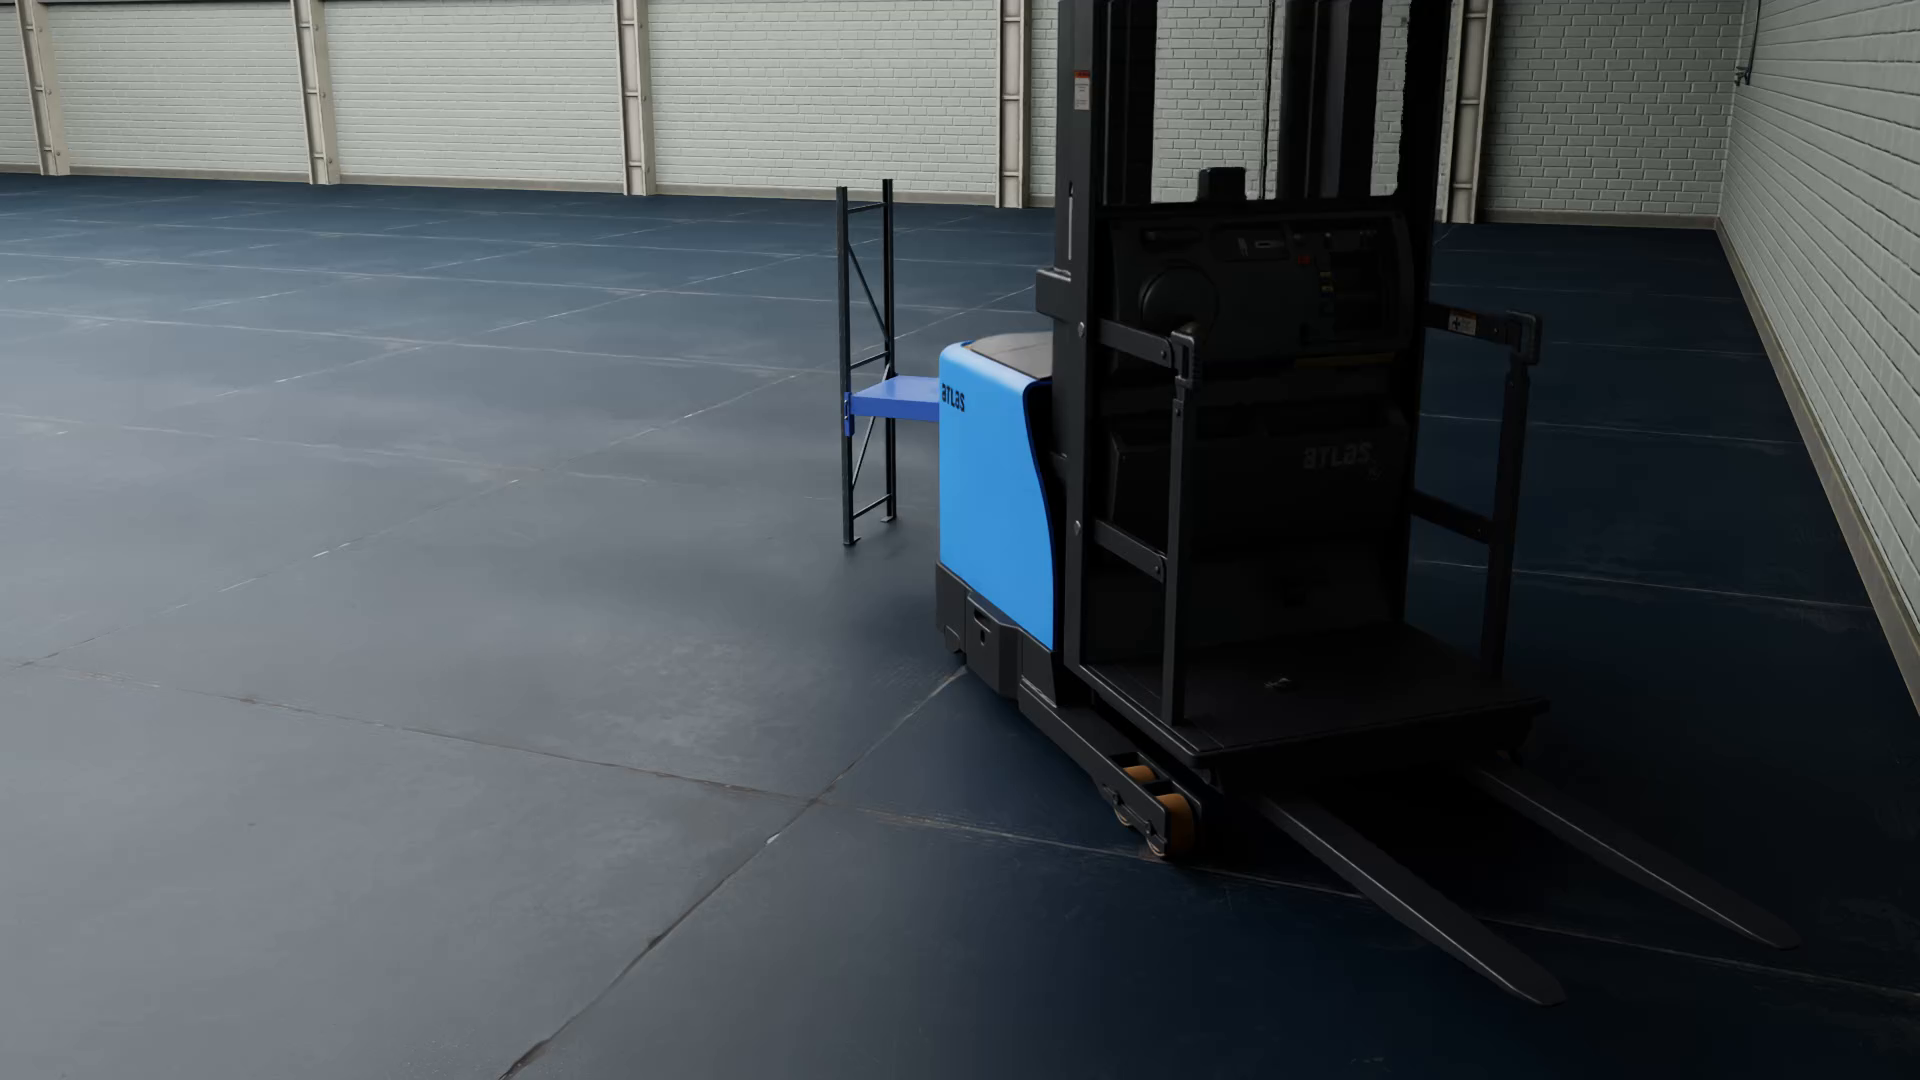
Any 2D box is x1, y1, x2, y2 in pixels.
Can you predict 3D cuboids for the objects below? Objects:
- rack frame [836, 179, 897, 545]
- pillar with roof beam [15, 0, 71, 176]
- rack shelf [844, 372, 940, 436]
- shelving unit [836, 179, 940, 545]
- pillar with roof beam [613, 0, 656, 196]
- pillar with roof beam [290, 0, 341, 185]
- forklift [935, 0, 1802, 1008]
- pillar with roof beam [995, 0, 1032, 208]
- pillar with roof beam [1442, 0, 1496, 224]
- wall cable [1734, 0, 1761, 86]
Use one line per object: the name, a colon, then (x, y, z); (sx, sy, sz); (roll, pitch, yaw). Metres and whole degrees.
rack frame: (-0.394, -0.764, 7.114); (0.032, 1.500, 0.500); (6, 17, 21)
pillar with roof beam: (-17.594, -9.679, 24.374); (0.400, 9.000, 9.100); (6, 17, 21)
rack shelf: (0.079, -0.539, 6.985); (1.000, 0.185, 0.538); (6, 17, 21)
shelving unit: (0.079, -0.712, 6.934); (1.048, 1.500, 0.538); (6, 17, 21)
pillar with roof beam: (-6.431, -8.452, 20.146); (0.400, 9.000, 9.100); (6, 17, 21)
pillar with roof beam: (-12.013, -9.066, 22.260); (0.400, 9.000, 9.100); (6, 17, 21)
forklift: (0.912, -0.712, 4.370); (1.130, 2.935, 3.031); (-6, 17, -20)
pillar with roof beam: (-0.850, -7.838, 18.032); (0.400, 9.000, 9.100); (6, 17, 21)
pillar with roof beam: (4.732, -7.224, 15.918); (0.400, 9.000, 9.100); (6, 17, 21)
wall cable: (8.567, -6.205, 17.977); (0.112, 2.526, 3.097); (6, 17, 21)
